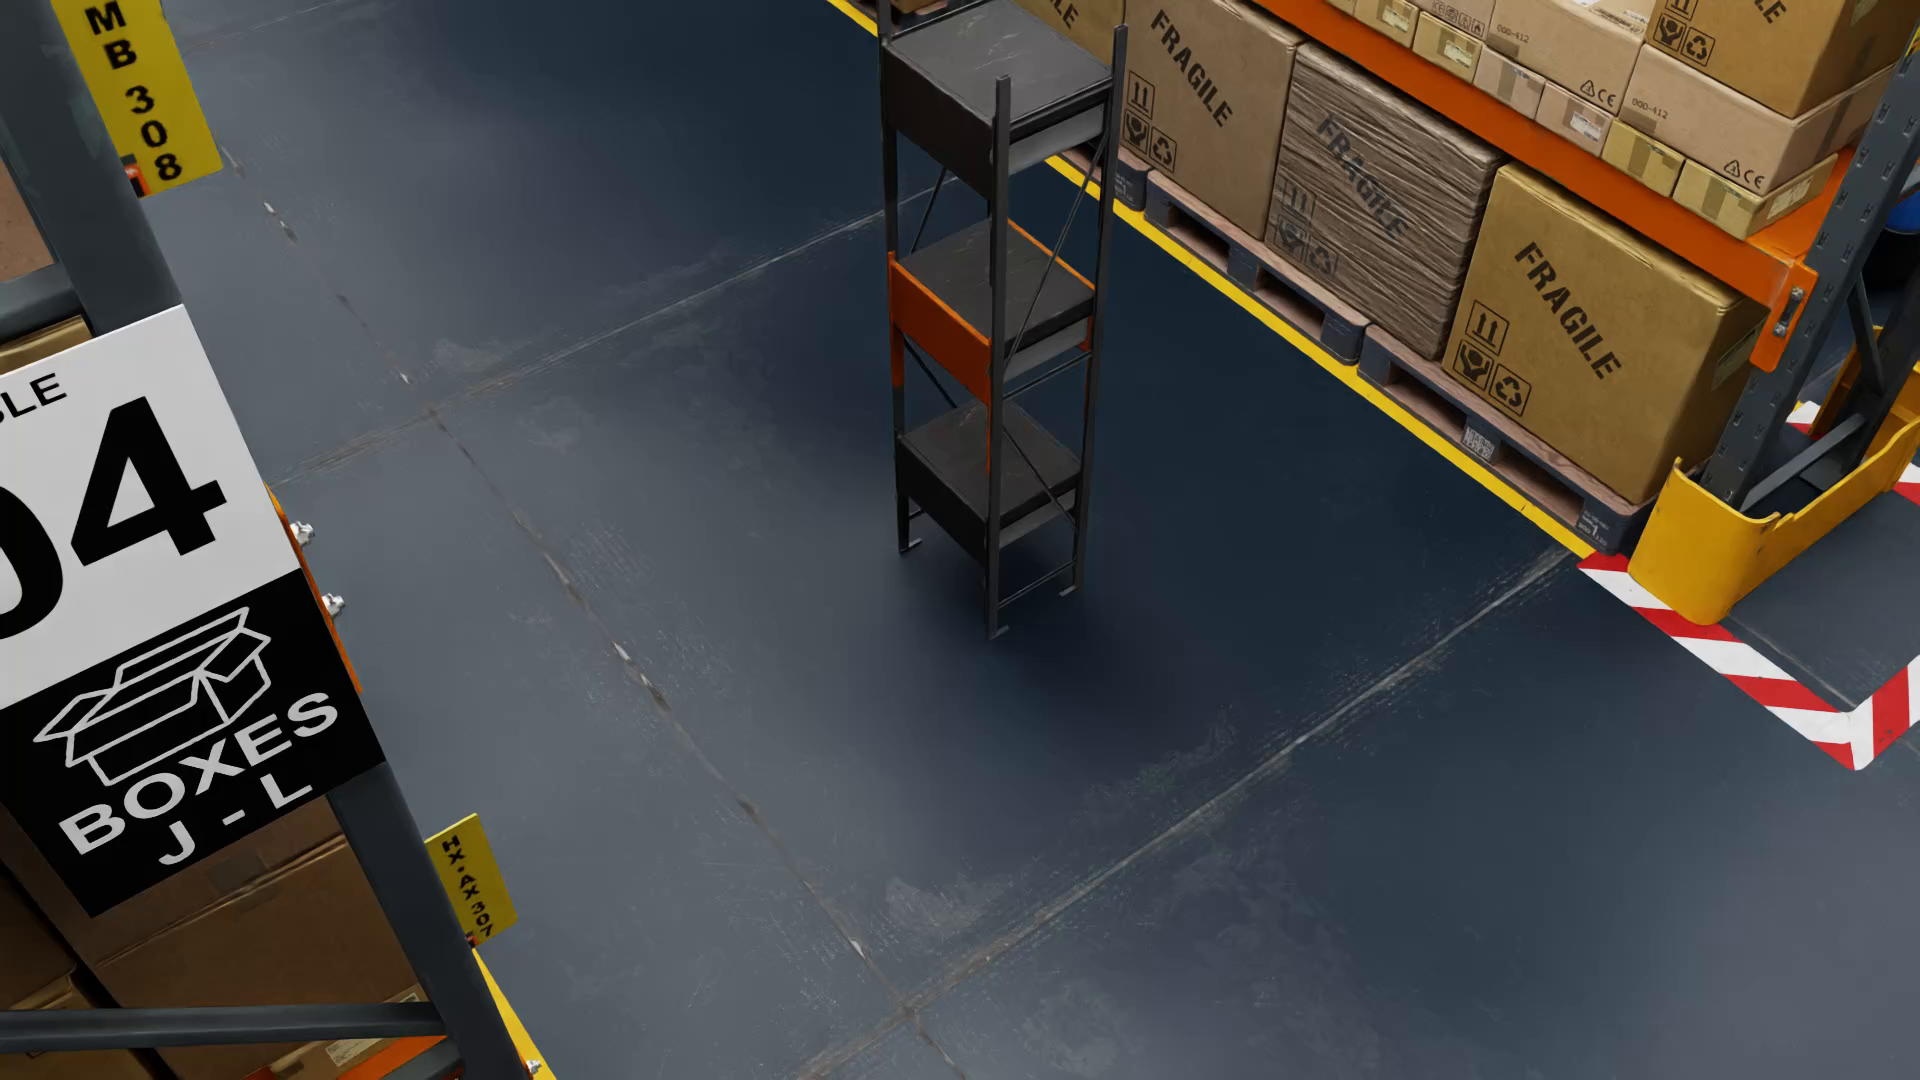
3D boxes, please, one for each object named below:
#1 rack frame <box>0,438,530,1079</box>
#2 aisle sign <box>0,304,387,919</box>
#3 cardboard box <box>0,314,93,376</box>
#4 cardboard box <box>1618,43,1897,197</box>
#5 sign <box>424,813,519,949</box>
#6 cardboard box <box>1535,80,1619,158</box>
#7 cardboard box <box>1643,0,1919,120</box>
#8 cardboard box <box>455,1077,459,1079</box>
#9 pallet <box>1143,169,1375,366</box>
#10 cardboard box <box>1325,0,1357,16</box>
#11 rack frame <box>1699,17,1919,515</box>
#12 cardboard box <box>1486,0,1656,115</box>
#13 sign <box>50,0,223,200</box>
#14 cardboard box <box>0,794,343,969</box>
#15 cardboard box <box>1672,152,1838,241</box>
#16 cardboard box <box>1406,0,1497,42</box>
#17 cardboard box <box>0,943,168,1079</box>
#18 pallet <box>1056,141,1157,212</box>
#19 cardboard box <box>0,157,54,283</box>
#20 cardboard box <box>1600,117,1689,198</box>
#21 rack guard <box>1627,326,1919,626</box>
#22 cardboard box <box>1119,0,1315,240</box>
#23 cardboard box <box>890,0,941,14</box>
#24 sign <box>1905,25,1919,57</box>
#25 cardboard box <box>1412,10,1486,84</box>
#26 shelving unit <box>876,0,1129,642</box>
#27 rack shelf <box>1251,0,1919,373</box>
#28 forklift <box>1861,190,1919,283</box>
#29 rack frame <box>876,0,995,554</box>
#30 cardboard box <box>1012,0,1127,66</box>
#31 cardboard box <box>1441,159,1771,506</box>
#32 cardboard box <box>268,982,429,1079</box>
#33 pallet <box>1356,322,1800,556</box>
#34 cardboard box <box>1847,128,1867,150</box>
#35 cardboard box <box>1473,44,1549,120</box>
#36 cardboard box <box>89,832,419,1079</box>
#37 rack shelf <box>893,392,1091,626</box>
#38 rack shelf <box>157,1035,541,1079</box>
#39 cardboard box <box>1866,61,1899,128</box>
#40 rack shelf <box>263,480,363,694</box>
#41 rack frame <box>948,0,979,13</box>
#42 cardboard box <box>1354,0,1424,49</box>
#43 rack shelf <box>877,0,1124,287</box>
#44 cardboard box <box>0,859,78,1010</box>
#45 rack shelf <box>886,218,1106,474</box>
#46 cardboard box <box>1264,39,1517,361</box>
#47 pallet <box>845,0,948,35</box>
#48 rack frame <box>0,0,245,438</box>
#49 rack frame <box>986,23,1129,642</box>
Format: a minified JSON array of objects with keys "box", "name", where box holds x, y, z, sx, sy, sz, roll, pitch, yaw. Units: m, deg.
[{"box":[-1.211,1.084,2.743,1.000,3.000,0.127,-29,54,-24],"name":"rack frame"},{"box":[-0.928,0.119,1.863,0.394,0.787,0.004,-29,54,-24],"name":"aisle sign"},{"box":[-1.279,-0.253,2.031,0.500,0.250,0.500,-28,53,-23],"name":"cardboard box"},{"box":[2.293,-1.298,4.803,0.500,0.250,0.500,-30,55,-25],"name":"cardboard box"},{"box":[-0.779,0.549,2.643,0.100,0.325,0.005,-29,54,-24],"name":"sign"},{"box":[2.009,-1.361,5.129,0.380,0.149,0.250,-29,54,-24],"name":"cardboard box"},{"box":[2.294,-1.553,4.527,0.500,0.500,0.500,-29,54,-24],"name":"cardboard box"},{"box":[-1.258,1.239,3.841,0.380,0.149,0.250,-32,55,-26],"name":"cardboard box"},{"box":[1.517,-1.300,6.786,1.003,0.211,1.213,-29,54,-24],"name":"pallet"},{"box":[1.395,-1.961,5.673,0.380,0.149,0.250,-28,54,-23],"name":"cardboard box"},{"box":[2.798,-1.082,4.706,1.000,3.000,0.127,-29,54,-24],"name":"rack frame"},{"box":[1.987,-1.597,5.074,0.500,0.250,0.500,-30,55,-25],"name":"cardboard box"},{"box":[-0.779,-0.461,1.529,0.100,0.325,0.005,-29,54,-24],"name":"sign"},{"box":[-1.271,0.230,2.573,0.500,0.500,0.500,-30,54,-24],"name":"cardboard box"},{"box":[2.320,-1.060,4.856,0.380,0.149,0.250,-28,54,-23],"name":"cardboard box"},{"box":[1.678,-1.897,5.346,0.500,0.250,0.500,-31,55,-25],"name":"cardboard box"},{"box":[-1.688,0.801,2.731,0.500,0.500,0.500,-28,54,-23],"name":"cardboard box"},{"box":[0.774,-2.020,7.439,1.003,0.211,1.213,-29,54,-24],"name":"pallet"},{"box":[-1.276,-0.423,1.848,0.500,0.250,0.500,-29,54,-23],"name":"cardboard box"},{"box":[2.161,-1.212,4.994,0.380,0.149,0.250,-29,54,-24],"name":"cardboard box"},{"box":[2.812,-0.228,5.619,1.175,0.500,0.348,-29,54,-24],"name":"rack guard"},{"box":[1.257,-1.912,6.609,0.875,0.875,0.875,-29,54,-24],"name":"cardboard box"},{"box":[-0.028,-3.236,7.810,1.225,0.875,0.875,-29,54,-24],"name":"cardboard box"},{"box":[2.357,-1.315,3.976,0.100,0.325,0.005,-29,54,-24],"name":"sign"},{"box":[1.701,-1.661,5.401,0.380,0.149,0.250,-31,55,-25],"name":"cardboard box"},{"box":[0.100,-0.608,4.884,0.431,2.100,0.503,-29,54,-24],"name":"shelving unit"},{"box":[1.587,-2.019,6.042,1.077,0.370,4.000,-29,54,-24],"name":"rack shelf"},{"box":[4.707,-2.783,6.295,3.031,2.935,1.130,-21,51,-18],"name":"forklift"},{"box":[-0.048,-0.751,5.014,0.400,2.100,0.015,-29,54,-24],"name":"rack frame"},{"box":[0.712,-2.443,7.091,0.875,0.875,0.875,-29,54,-24],"name":"cardboard box"},{"box":[2.347,-0.851,5.647,0.875,0.875,0.875,-29,54,-24],"name":"cardboard box"},{"box":[-1.146,0.830,3.143,0.380,0.149,0.250,-30,54,-24],"name":"cardboard box"},{"box":[2.251,-0.582,6.135,1.003,0.211,1.213,-29,54,-24],"name":"pallet"},{"box":[2.845,-1.355,5.123,0.380,0.149,0.250,-29,54,-24],"name":"cardboard box"},{"box":[1.859,-1.509,5.263,0.380,0.149,0.250,-29,54,-23],"name":"cardboard box"},{"box":[-1.263,0.561,2.948,0.500,0.500,0.500,-27,53,-22],"name":"cardboard box"},{"box":[0.100,-0.128,5.412,0.431,0.518,0.480,-29,54,-24],"name":"rack shelf"},{"box":[-2.422,0.146,4.079,1.077,0.370,4.000,-29,54,-24],"name":"rack shelf"},{"box":[2.722,-1.535,5.018,0.500,0.250,0.500,-31,55,-25],"name":"cardboard box"},{"box":[-2.422,-0.862,2.967,1.077,0.370,4.000,-29,54,-24],"name":"rack shelf"},{"box":[0.376,-3.440,6.844,1.000,3.000,0.127,-29,54,-24],"name":"rack frame"},{"box":[1.543,-1.814,5.539,0.380,0.149,0.250,-29,54,-24],"name":"cardboard box"},{"box":[0.100,-1.069,4.375,0.431,0.518,0.480,-29,54,-24],"name":"rack shelf"},{"box":[-1.686,0.456,2.369,0.500,0.500,0.500,-30,55,-25],"name":"cardboard box"},{"box":[0.100,-0.598,4.894,0.431,0.518,0.480,-29,54,-24],"name":"rack shelf"},{"box":[1.796,-1.387,6.134,0.875,0.875,0.875,-29,54,-24],"name":"cardboard box"},{"box":[-0.151,-2.925,8.259,1.003,0.211,1.213,-29,54,-24],"name":"pallet"},{"box":[-1.211,-0.931,0.520,1.000,3.000,0.127,-29,54,-24],"name":"rack frame"},{"box":[0.248,-0.464,4.753,0.400,2.100,0.015,-29,54,-24],"name":"rack frame"}]
